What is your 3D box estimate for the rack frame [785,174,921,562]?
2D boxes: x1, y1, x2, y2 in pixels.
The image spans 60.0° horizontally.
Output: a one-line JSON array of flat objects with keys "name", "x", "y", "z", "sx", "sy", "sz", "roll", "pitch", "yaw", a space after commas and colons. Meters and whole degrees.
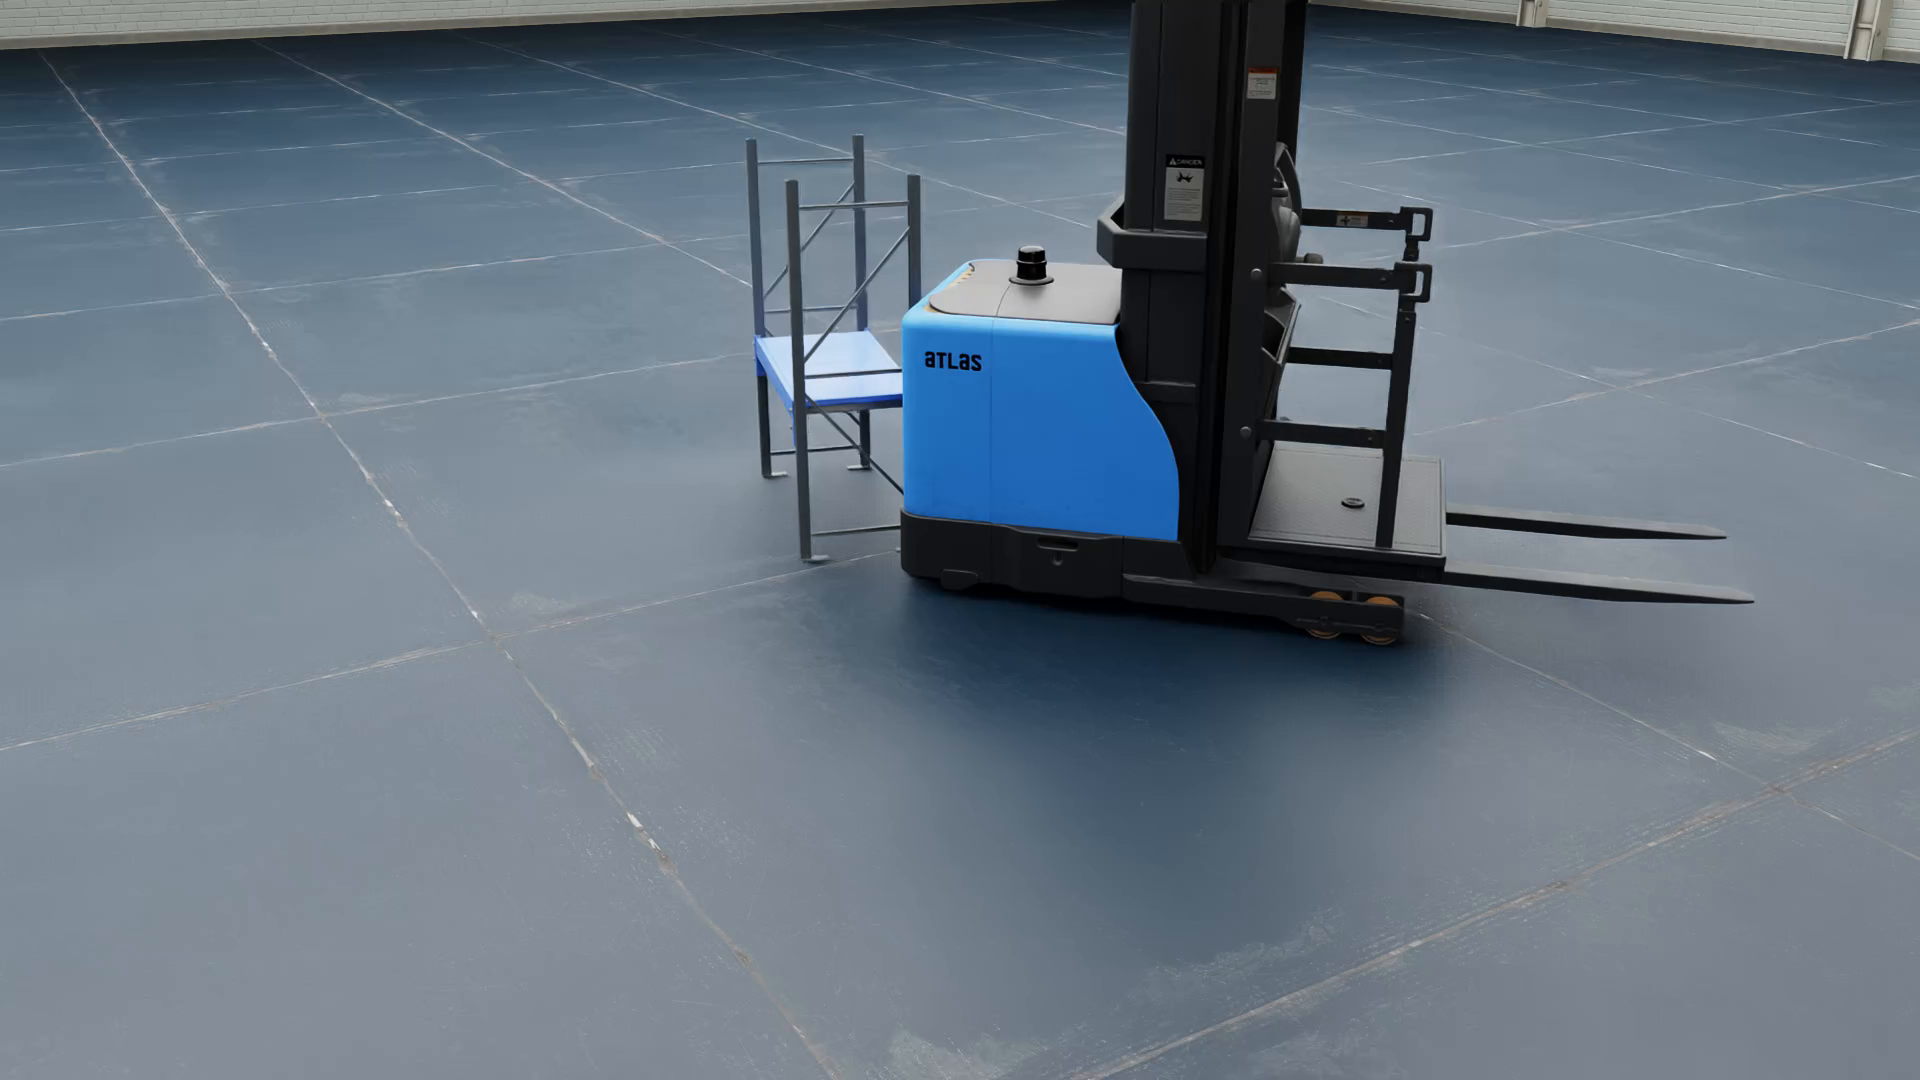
[{"name": "rack frame", "x": -0.393, "y": -0.637, "z": 6.386, "sx": 0.500, "sy": 1.500, "sz": 0.032, "roll": -6, "pitch": 23, "yaw": -14}]

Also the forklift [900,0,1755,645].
[{"name": "forklift", "x": 1.348, "y": -1.208, "z": 5.891, "sx": 3.031, "sy": 2.935, "sz": 1.130, "roll": 6, "pitch": 23, "yaw": 14}]

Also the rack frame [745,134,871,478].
[{"name": "rack frame", "x": -0.654, "y": -1.007, "z": 7.296, "sx": 0.500, "sy": 1.500, "sz": 0.032, "roll": -6, "pitch": 23, "yaw": -14}]

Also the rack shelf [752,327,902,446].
[{"name": "rack shelf", "x": -0.523, "y": -0.655, "z": 6.909, "sx": 0.538, "sy": 0.185, "sz": 1.000, "roll": -6, "pitch": 23, "yaw": -14}]

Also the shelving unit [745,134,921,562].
[{"name": "shelving unit", "x": -0.523, "y": -0.822, "z": 6.841, "sx": 0.538, "sy": 1.500, "sz": 1.048, "roll": -6, "pitch": 23, "yaw": -14}]

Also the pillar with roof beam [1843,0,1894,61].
[{"name": "pillar with roof beam", "x": 9.112, "y": -10.166, "z": 19.873, "sx": 9.100, "sy": 9.000, "sz": 0.400, "roll": -13, "pitch": 25, "yaw": -28}]

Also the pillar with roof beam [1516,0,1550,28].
[{"name": "pillar with roof beam", "x": 6.047, "y": -12.109, "z": 24.651, "sx": 9.100, "sy": 9.000, "sz": 0.400, "roll": -13, "pitch": 25, "yaw": -28}]
